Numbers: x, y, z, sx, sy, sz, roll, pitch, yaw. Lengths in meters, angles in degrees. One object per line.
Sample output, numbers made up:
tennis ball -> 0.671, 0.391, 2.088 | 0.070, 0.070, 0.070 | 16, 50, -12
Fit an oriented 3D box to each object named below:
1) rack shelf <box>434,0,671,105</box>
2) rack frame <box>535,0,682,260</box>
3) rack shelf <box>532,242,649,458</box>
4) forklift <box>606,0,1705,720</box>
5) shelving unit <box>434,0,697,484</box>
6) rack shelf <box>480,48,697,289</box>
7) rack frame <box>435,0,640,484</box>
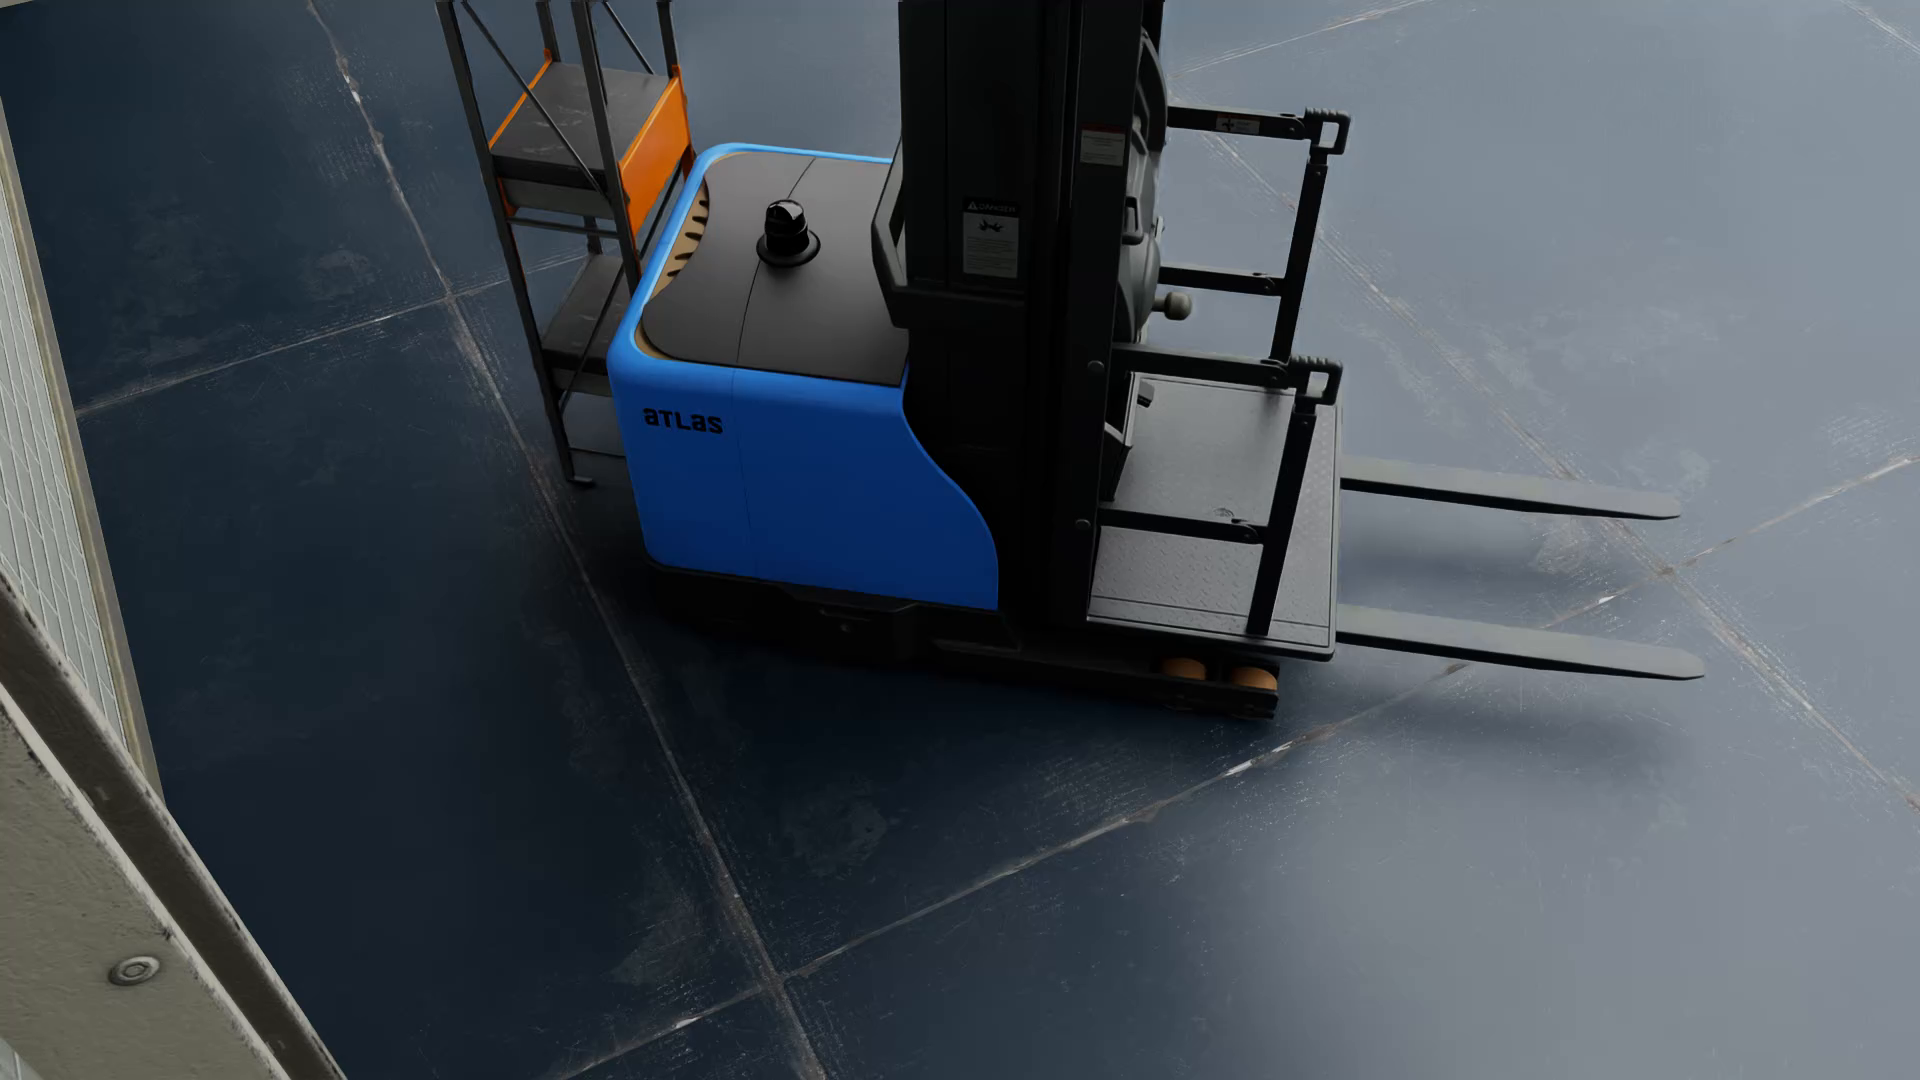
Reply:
rack shelf -> -1.050, -1.493, 4.246 | 0.431, 0.518, 0.480 | 10, 50, 9
rack frame -> -0.988, -1.219, 4.918 | 0.400, 2.100, 0.015 | 10, 50, 9
rack shelf -> -1.038, -0.569, 5.298 | 0.431, 0.518, 0.480 | 10, 50, 9
forklift -> 0.638, -0.882, 4.074 | 3.031, 2.935, 1.130 | 7, 49, 6
shelving unit -> -1.044, -1.040, 4.761 | 0.431, 2.100, 0.503 | 10, 50, 9
rack shelf -> -1.044, -1.031, 4.772 | 0.431, 0.518, 0.480 | 10, 50, 9
rack frame -> -1.099, -0.861, 4.605 | 0.400, 2.100, 0.015 | 10, 50, 9
